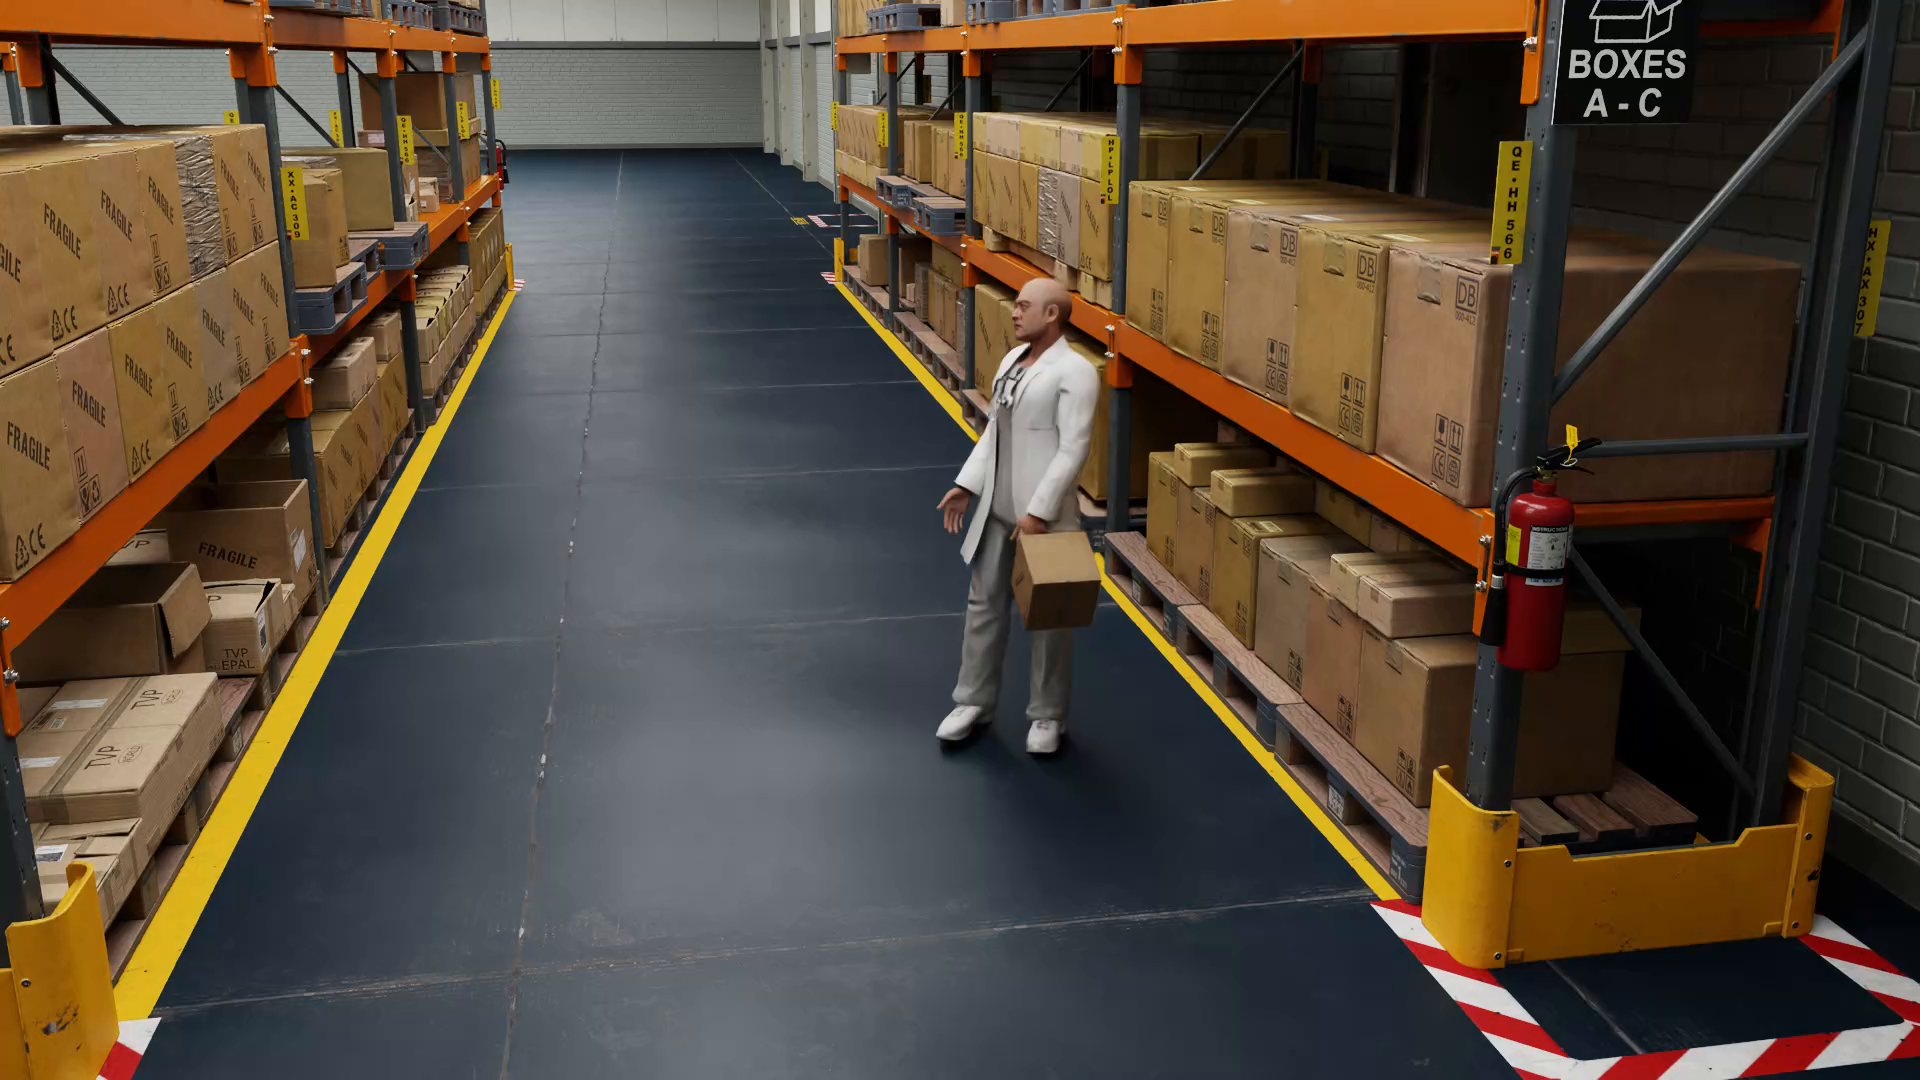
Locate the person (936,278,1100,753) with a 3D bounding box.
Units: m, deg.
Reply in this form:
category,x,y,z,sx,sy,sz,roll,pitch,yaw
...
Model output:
category,x,y,z,sx,sy,sz,roll,pitch,yaw
person,0.205,-0.078,6.274,0.577,1.782,0.580,-13,20,-37
